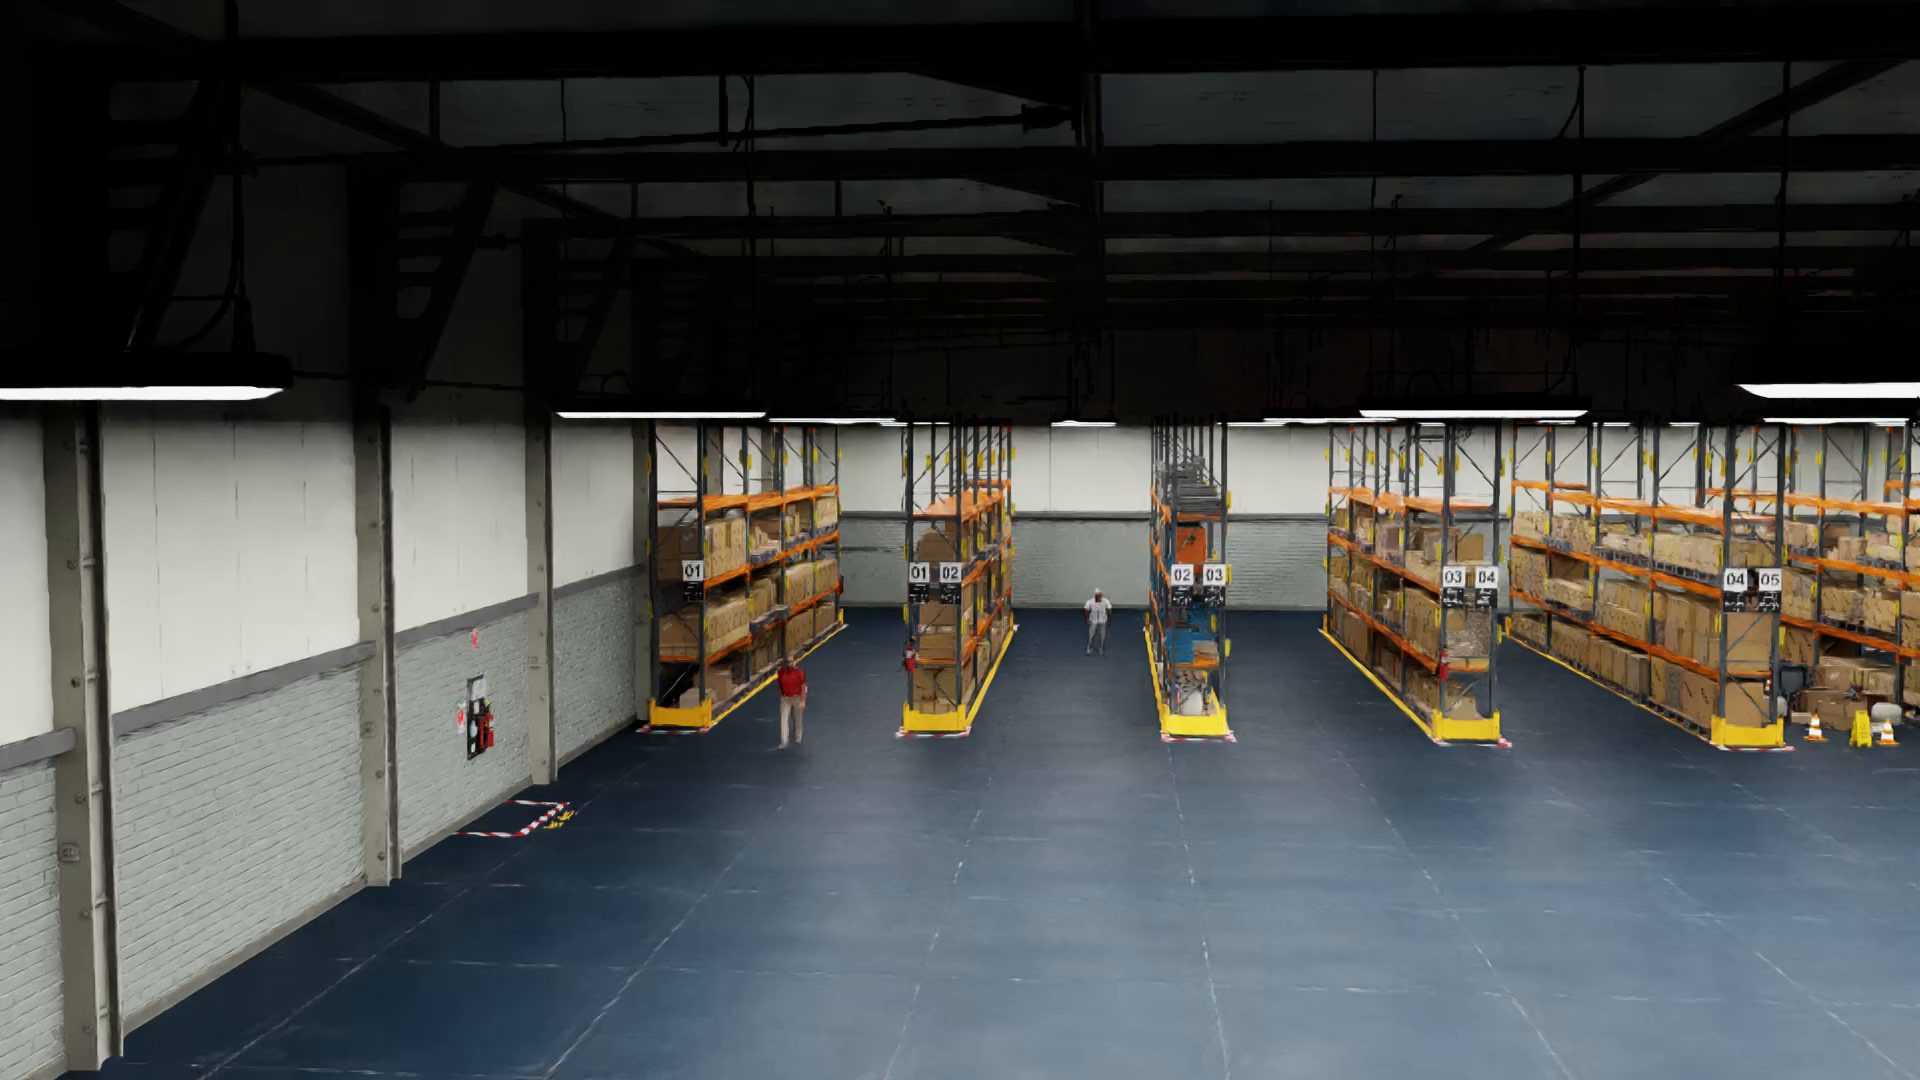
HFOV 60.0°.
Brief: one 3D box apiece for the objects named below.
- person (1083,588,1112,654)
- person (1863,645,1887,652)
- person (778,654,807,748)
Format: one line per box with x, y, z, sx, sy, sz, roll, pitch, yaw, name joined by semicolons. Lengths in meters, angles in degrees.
3.474;2.052;41.963;0.719;1.714;0.578;0;4;3;person
23.454;2.050;42.543;0.527;1.588;0.547;1;4;21;person
-3.020;2.872;29.865;0.557;1.668;1.039;0;4;5;person
